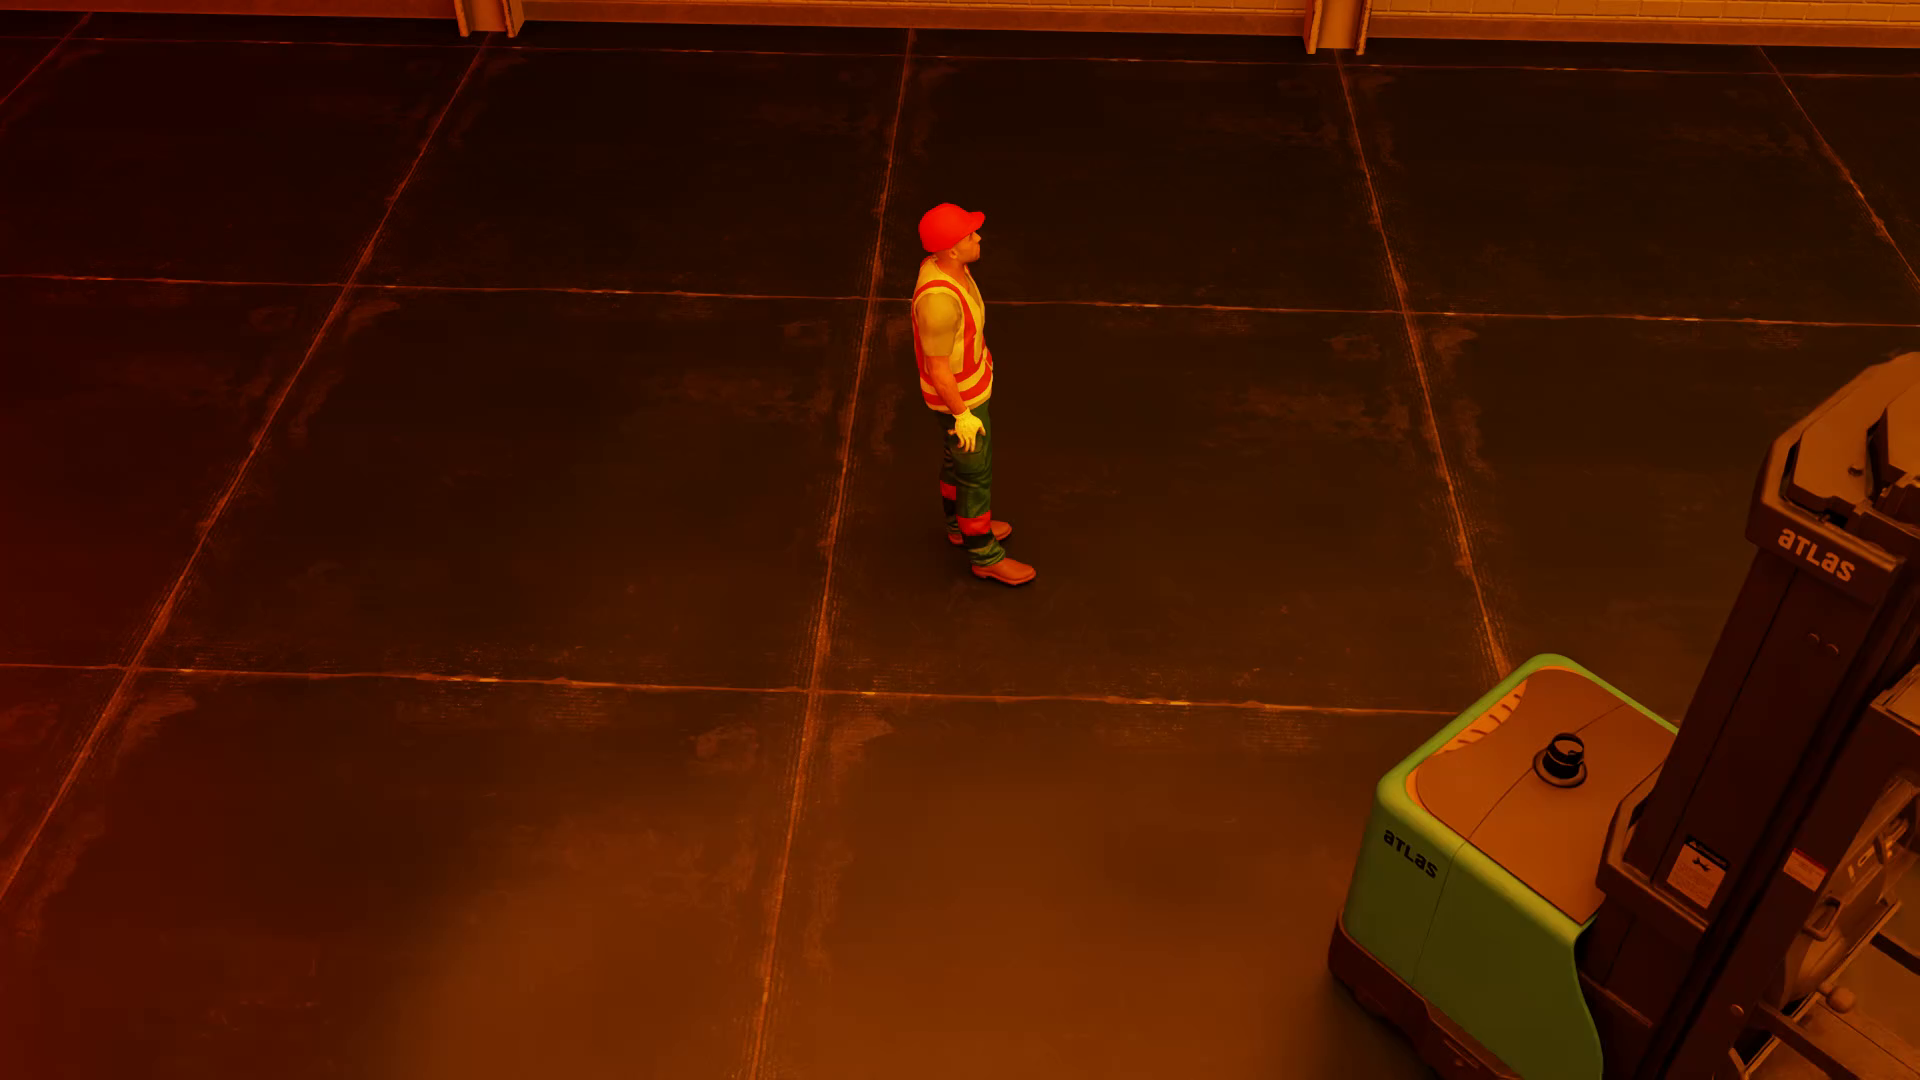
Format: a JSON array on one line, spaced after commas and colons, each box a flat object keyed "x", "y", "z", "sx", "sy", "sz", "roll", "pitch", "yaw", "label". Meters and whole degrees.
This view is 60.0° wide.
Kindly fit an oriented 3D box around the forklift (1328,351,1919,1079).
[{"x": 2.696, "y": 1.053, "z": 4.589, "sx": 1.130, "sy": 2.935, "sz": 3.031, "roll": -30, "pitch": 50, "yaw": -29, "label": "forklift"}]

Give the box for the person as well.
[{"x": 0.080, "y": -0.656, "z": 7.298, "sx": 0.562, "sy": 1.789, "sz": 0.638, "roll": 2, "pitch": 42, "yaw": 2, "label": "person"}]
